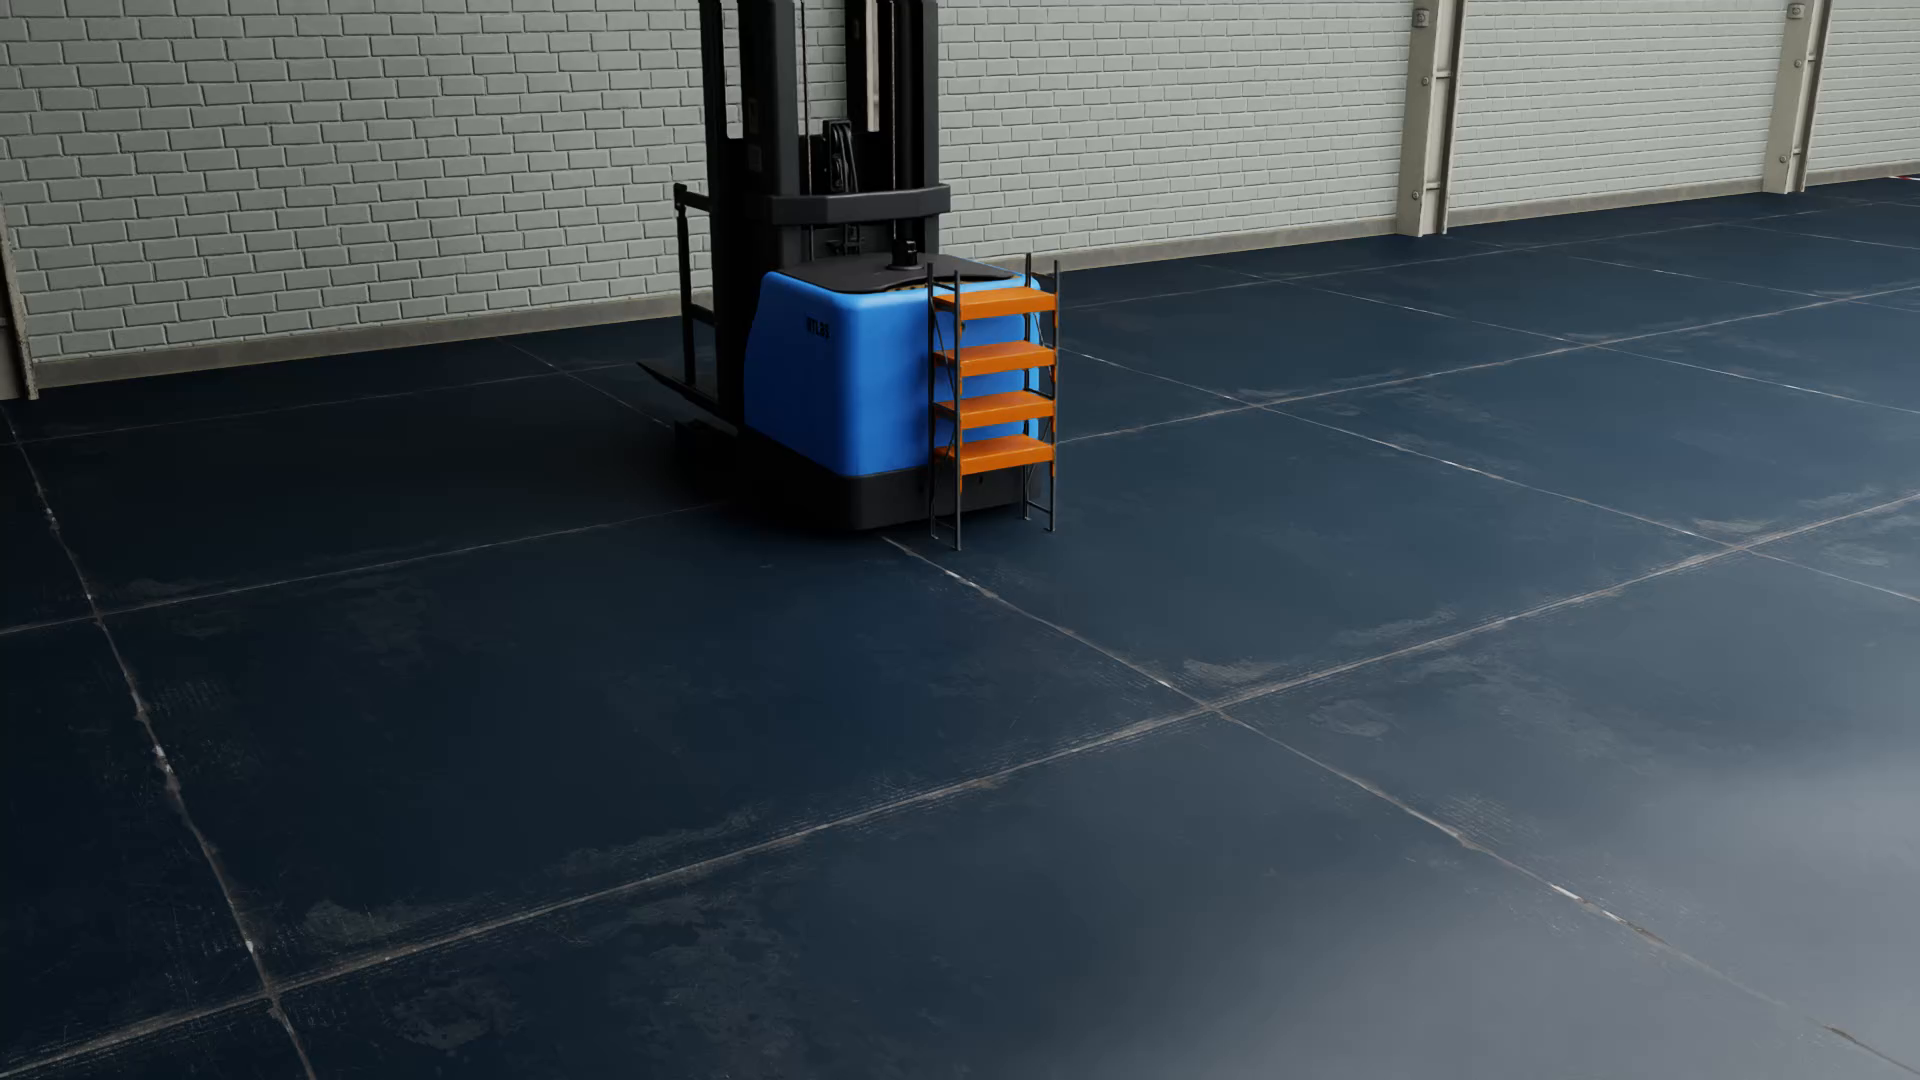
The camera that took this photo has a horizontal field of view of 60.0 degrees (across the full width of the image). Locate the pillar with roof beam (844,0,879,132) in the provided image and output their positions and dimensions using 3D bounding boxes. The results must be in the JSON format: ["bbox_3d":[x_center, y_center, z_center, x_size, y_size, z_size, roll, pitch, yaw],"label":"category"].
[{"bbox_3d":[1.770,-4.996,7.973,0.400,9.000,9.100,-12,22,-31],"label":"pillar with roof beam"}]

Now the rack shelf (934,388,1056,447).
[{"bbox_3d":[0.142,-0.530,7.150,0.480,0.148,0.258,-11,21,-29],"label":"rack shelf"}]

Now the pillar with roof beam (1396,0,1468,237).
[{"bbox_3d":[6.781,-6.053,11.099,0.400,9.000,9.100,-12,22,-31],"label":"pillar with roof beam"}]

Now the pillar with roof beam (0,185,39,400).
[{"bbox_3d":[-3.241,-3.939,4.847,0.400,9.000,9.100,-12,22,-31],"label":"pillar with roof beam"}]

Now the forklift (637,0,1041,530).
[{"bbox_3d":[-0.811,-1.851,8.143,1.130,2.935,3.031,-11,21,-29],"label":"forklift"}]

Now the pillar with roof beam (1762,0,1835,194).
[{"bbox_3d":[11.792,-7.110,14.225,0.400,9.000,9.100,-12,22,-31],"label":"pillar with roof beam"}]

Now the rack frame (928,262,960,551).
[{"bbox_3d":[-0.067,-0.554,7.009,0.015,1.200,0.240,-11,21,-29],"label":"rack frame"}]

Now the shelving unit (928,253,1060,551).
[{"bbox_3d":[0.142,-0.594,7.128,0.503,1.200,0.258,-11,21,-29],"label":"shelving unit"}]

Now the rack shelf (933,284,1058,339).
[{"bbox_3d":[0.142,-0.967,7.003,0.480,0.148,0.258,-11,21,-29],"label":"rack shelf"}]

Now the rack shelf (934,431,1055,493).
[{"bbox_3d":[0.142,-0.342,7.213,0.480,0.148,0.258,-11,21,-29],"label":"rack shelf"}]

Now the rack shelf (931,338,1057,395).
[{"bbox_3d":[0.142,-0.742,7.078,0.480,0.148,0.258,-11,21,-29],"label":"rack shelf"}]

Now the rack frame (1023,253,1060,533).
[{"bbox_3d":[0.351,-0.634,7.248,0.015,1.200,0.240,-11,21,-29],"label":"rack frame"}]
